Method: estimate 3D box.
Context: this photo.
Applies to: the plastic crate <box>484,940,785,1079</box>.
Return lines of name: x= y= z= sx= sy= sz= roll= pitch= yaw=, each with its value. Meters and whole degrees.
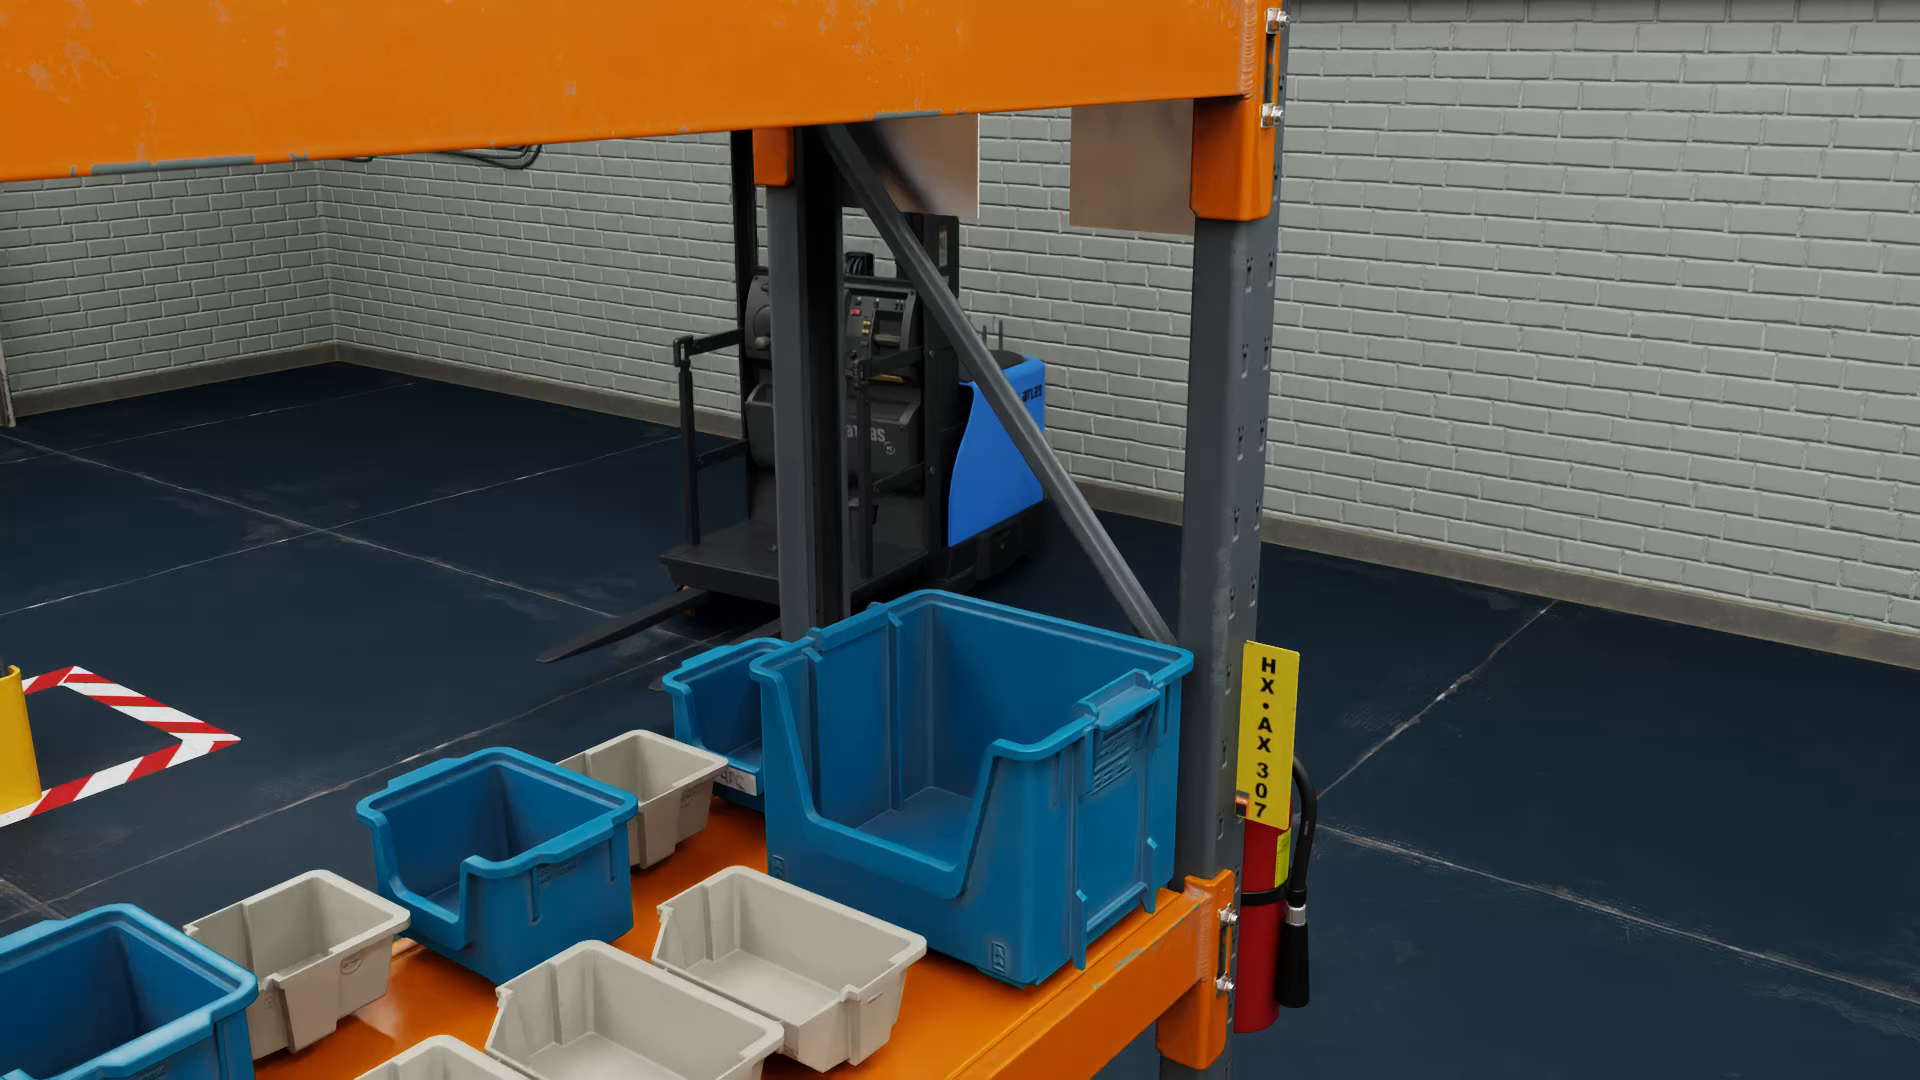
plastic crate: x=-0.454 y=0.709 z=2.247 sx=0.396 sy=0.136 sz=0.243 roll=12 pitch=21 yaw=35

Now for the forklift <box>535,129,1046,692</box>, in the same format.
forklift: x=-0.715 y=-1.028 z=7.611 sx=1.130 sy=2.935 sz=3.031 roll=10 pitch=20 yaw=29

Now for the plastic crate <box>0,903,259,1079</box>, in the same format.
plastic crate: x=-1.125 y=0.684 z=2.164 sx=0.416 sy=0.233 sz=0.300 roll=12 pitch=21 yaw=35

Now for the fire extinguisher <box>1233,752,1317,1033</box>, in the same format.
fire extinguisher: x=0.526 y=0.578 z=3.084 sx=0.296 sy=0.674 sz=0.183 roll=12 pitch=21 yaw=35

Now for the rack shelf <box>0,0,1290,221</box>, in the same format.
rack shelf: x=-1.121 y=-0.294 z=1.288 sx=1.077 sy=0.370 sz=4.000 roll=12 pitch=21 yaw=35

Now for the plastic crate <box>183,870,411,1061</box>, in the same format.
plastic crate: x=-1.003 y=0.640 z=2.469 sx=0.250 sy=0.136 sz=0.298 roll=12 pitch=21 yaw=35

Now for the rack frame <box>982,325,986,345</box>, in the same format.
rack frame: x=0.036 y=-0.593 z=9.131 sx=0.240 sy=1.200 sz=0.006 roll=10 pitch=20 yaw=29

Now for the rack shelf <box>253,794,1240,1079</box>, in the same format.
rack shelf: x=-1.121 y=1.139 z=1.732 sx=1.077 sy=0.370 sz=4.000 roll=12 pitch=21 yaw=35

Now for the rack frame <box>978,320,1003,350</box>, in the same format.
rack frame: x=0.128 y=-0.640 z=9.282 sx=0.240 sy=1.200 sz=0.006 roll=10 pitch=20 yaw=29

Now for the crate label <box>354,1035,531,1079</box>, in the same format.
crate label: x=-0.600 y=0.779 z=2.020 sx=0.396 sy=0.136 sz=0.243 roll=12 pitch=21 yaw=35

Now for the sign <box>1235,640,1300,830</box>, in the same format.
sign: x=0.522 y=0.334 z=2.835 sx=0.100 sy=0.325 sz=0.005 roll=12 pitch=21 yaw=35

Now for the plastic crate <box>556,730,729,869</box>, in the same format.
plastic crate: x=-0.598 y=0.478 z=2.989 sx=0.250 sy=0.136 sz=0.298 roll=12 pitch=21 yaw=35

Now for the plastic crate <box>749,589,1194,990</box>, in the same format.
plastic crate: x=0.021 y=0.386 z=2.783 sx=0.616 sy=0.435 sz=0.499 roll=12 pitch=21 yaw=35

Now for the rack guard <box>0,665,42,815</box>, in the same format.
rack guard: x=-3.950 y=0.654 z=6.294 sx=1.175 sy=0.500 sz=0.348 roll=12 pitch=21 yaw=35

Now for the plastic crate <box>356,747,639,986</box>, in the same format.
plastic crate: x=-0.733 y=0.527 z=2.669 sx=0.416 sy=0.233 sz=0.300 roll=12 pitch=21 yaw=35

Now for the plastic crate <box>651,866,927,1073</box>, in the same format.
plastic crate: x=-0.270 y=0.642 z=2.462 sx=0.396 sy=0.136 sz=0.243 roll=12 pitch=21 yaw=35

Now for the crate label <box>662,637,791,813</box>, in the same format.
crate label: x=-0.341 y=0.371 z=3.174 sx=0.416 sy=0.233 sz=0.303 roll=12 pitch=21 yaw=35

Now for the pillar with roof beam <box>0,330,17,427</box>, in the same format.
pillar with roof beam: x=-3.514 y=-4.332 z=8.021 sx=9.100 sy=9.000 sz=0.400 roll=12 pitch=21 yaw=35

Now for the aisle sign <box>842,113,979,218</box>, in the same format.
aisle sign: x=-0.125 y=-0.992 z=2.998 sx=0.394 sy=0.787 sz=0.004 roll=12 pitch=21 yaw=35

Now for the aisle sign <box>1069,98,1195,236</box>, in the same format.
aisle sign: x=0.349 y=-0.888 z=2.663 sx=0.394 sy=0.787 sz=0.004 roll=12 pitch=21 yaw=35

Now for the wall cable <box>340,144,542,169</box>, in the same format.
wall cable: x=-4.229 y=-4.098 z=12.503 sx=3.097 sy=2.526 sz=0.112 roll=12 pitch=21 yaw=35

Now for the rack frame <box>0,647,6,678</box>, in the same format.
rack frame: x=-3.905 y=-0.558 z=5.981 sx=1.000 sy=3.000 sz=0.127 roll=12 pitch=21 yaw=35

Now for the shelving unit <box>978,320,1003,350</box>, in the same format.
shelving unit: x=0.082 y=-0.617 z=9.206 sx=0.258 sy=1.200 sz=0.189 roll=10 pitch=20 yaw=29
